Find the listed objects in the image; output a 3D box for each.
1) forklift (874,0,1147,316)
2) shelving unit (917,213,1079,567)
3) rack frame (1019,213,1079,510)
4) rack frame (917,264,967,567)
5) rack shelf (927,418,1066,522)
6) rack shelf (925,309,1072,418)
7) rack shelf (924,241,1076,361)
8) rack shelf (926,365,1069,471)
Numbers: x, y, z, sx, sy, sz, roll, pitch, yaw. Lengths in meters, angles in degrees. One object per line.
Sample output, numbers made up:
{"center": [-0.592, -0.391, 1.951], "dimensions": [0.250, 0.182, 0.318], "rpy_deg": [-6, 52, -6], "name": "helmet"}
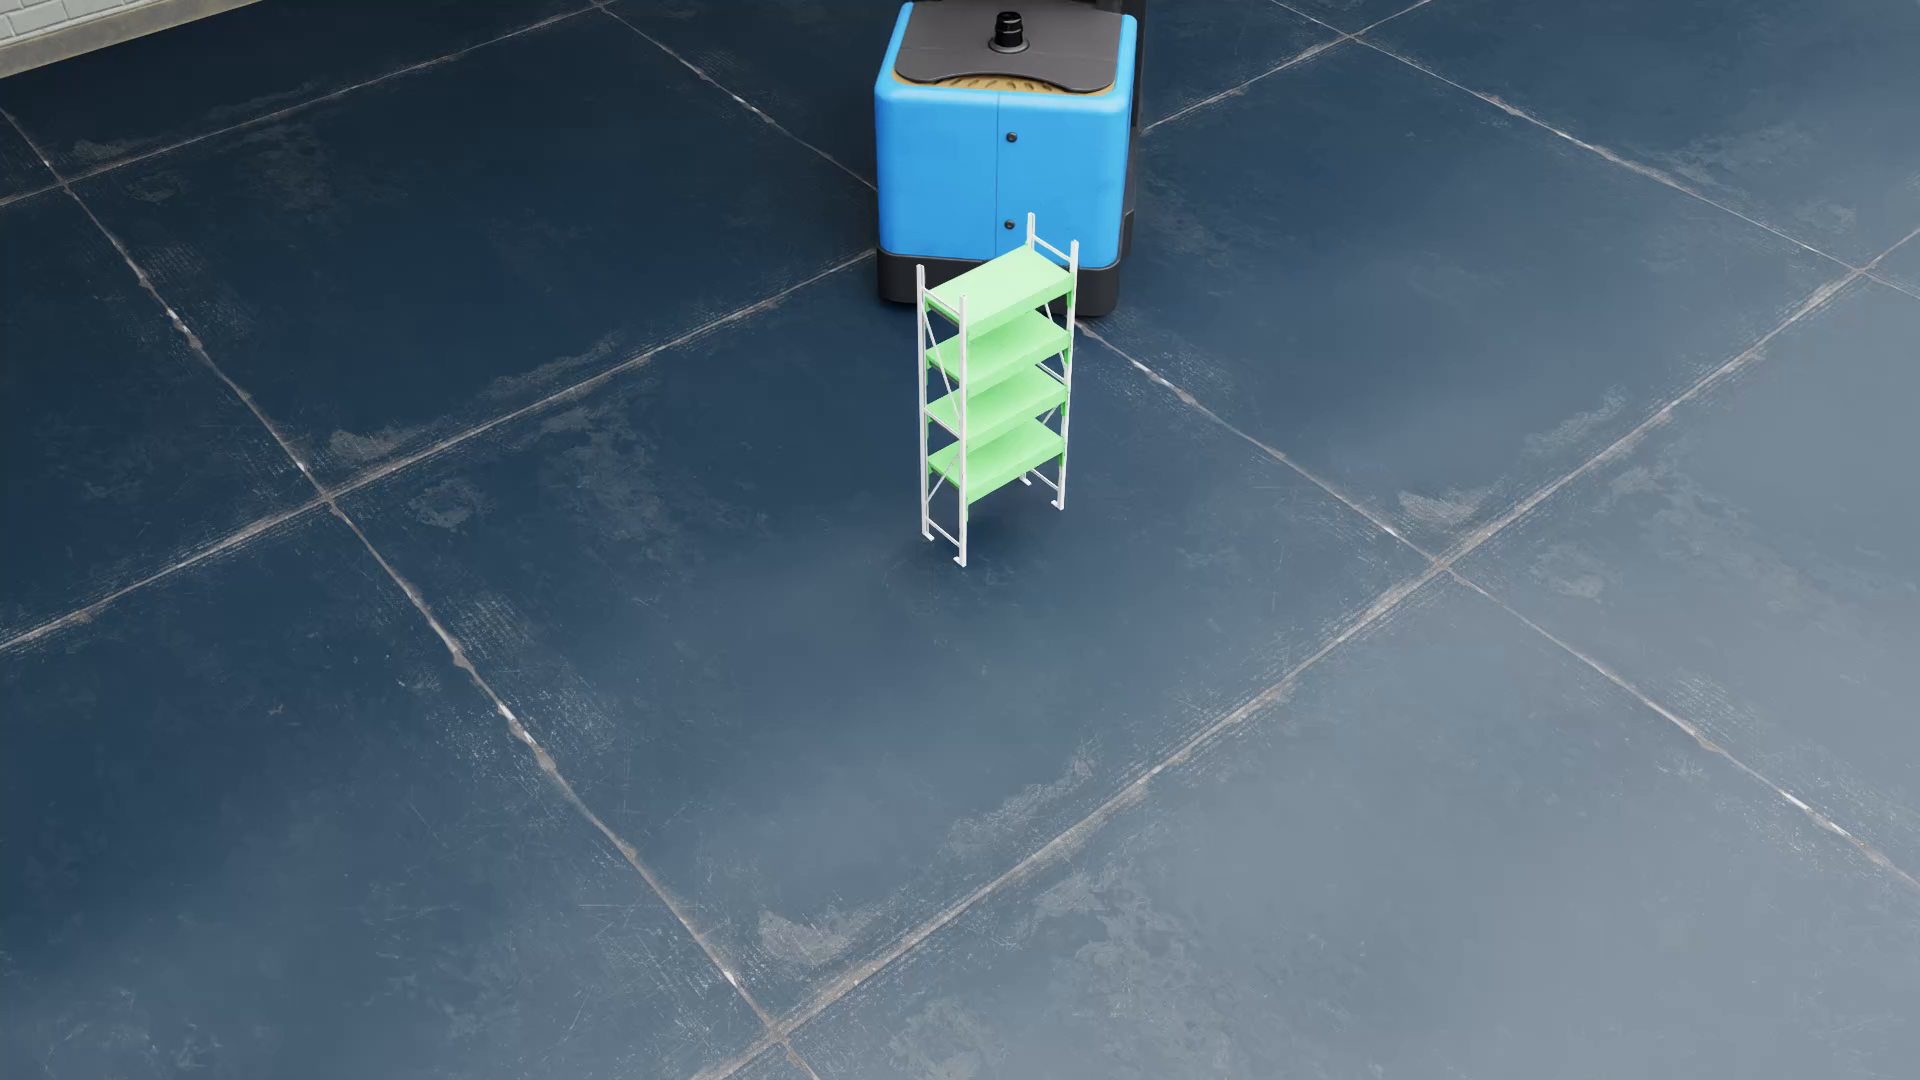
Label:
{"center": [0.338, -3.044, 7.350], "dimensions": [1.130, 2.935, 3.031], "rpy_deg": [5, 43, 5], "name": "forklift"}
{"center": [0.127, -0.510, 5.917], "dimensions": [0.503, 1.200, 0.258], "rpy_deg": [-30, 51, -28], "name": "shelving unit"}
{"center": [0.314, -0.617, 6.031], "dimensions": [0.015, 1.200, 0.240], "rpy_deg": [-30, 51, -28], "name": "rack frame"}
{"center": [-0.060, -0.403, 5.803], "dimensions": [0.015, 1.200, 0.240], "rpy_deg": [-30, 51, -28], "name": "rack frame"}
{"center": [0.127, -0.289, 6.125], "dimensions": [0.480, 0.148, 0.258], "rpy_deg": [-30, 51, -28], "name": "rack shelf"}
{"center": [0.127, -0.638, 5.796], "dimensions": [0.480, 0.148, 0.258], "rpy_deg": [-30, 51, -28], "name": "rack shelf"}
{"center": [0.127, -0.813, 5.632], "dimensions": [0.480, 0.148, 0.258], "rpy_deg": [-30, 51, -28], "name": "rack shelf"}
{"center": [0.127, -0.463, 5.960], "dimensions": [0.480, 0.148, 0.258], "rpy_deg": [-30, 51, -28], "name": "rack shelf"}
